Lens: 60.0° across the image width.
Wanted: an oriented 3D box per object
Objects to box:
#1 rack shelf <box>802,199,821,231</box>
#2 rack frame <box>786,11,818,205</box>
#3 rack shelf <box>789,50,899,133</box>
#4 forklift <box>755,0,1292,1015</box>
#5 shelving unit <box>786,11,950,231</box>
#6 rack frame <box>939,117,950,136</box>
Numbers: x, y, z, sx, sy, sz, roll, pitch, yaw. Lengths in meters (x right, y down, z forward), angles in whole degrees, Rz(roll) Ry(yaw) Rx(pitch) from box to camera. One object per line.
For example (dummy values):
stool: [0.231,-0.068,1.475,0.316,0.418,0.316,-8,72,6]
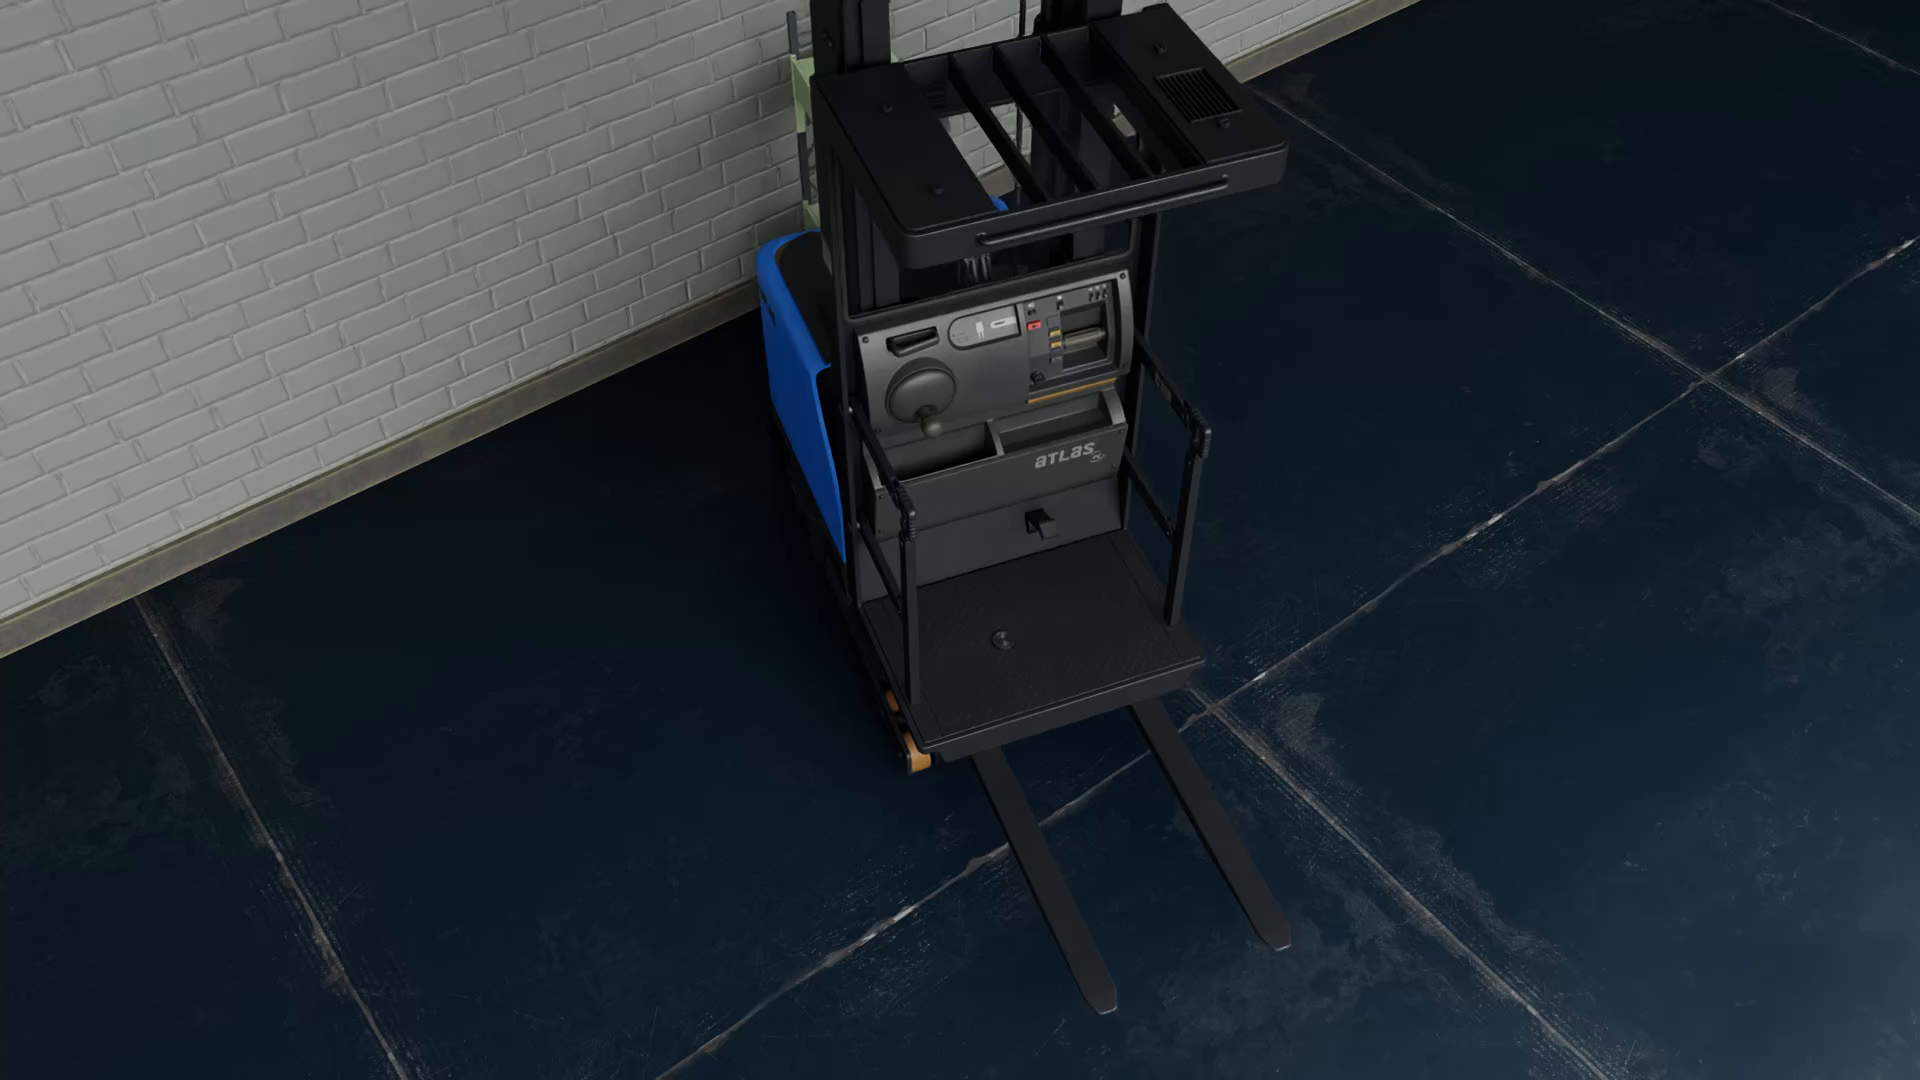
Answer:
rack shelf: [-0.365,-1.177,7.240,0.431,0.370,0.720,-17,50,-15]
rack frame: [-0.502,-1.647,7.229,0.400,1.500,0.023,-17,50,-15]
rack shelf: [-0.366,-1.660,6.712,0.431,0.370,0.720,-17,50,-15]
forklift: [0.203,-0.507,5.230,1.130,2.935,3.031,-16,50,-14]
shelving unit: [-0.365,-1.397,7.000,0.431,1.500,0.755,-17,50,-15]
rack frame: [-0.228,-1.147,6.771,0.400,1.500,0.023,-17,50,-15]
